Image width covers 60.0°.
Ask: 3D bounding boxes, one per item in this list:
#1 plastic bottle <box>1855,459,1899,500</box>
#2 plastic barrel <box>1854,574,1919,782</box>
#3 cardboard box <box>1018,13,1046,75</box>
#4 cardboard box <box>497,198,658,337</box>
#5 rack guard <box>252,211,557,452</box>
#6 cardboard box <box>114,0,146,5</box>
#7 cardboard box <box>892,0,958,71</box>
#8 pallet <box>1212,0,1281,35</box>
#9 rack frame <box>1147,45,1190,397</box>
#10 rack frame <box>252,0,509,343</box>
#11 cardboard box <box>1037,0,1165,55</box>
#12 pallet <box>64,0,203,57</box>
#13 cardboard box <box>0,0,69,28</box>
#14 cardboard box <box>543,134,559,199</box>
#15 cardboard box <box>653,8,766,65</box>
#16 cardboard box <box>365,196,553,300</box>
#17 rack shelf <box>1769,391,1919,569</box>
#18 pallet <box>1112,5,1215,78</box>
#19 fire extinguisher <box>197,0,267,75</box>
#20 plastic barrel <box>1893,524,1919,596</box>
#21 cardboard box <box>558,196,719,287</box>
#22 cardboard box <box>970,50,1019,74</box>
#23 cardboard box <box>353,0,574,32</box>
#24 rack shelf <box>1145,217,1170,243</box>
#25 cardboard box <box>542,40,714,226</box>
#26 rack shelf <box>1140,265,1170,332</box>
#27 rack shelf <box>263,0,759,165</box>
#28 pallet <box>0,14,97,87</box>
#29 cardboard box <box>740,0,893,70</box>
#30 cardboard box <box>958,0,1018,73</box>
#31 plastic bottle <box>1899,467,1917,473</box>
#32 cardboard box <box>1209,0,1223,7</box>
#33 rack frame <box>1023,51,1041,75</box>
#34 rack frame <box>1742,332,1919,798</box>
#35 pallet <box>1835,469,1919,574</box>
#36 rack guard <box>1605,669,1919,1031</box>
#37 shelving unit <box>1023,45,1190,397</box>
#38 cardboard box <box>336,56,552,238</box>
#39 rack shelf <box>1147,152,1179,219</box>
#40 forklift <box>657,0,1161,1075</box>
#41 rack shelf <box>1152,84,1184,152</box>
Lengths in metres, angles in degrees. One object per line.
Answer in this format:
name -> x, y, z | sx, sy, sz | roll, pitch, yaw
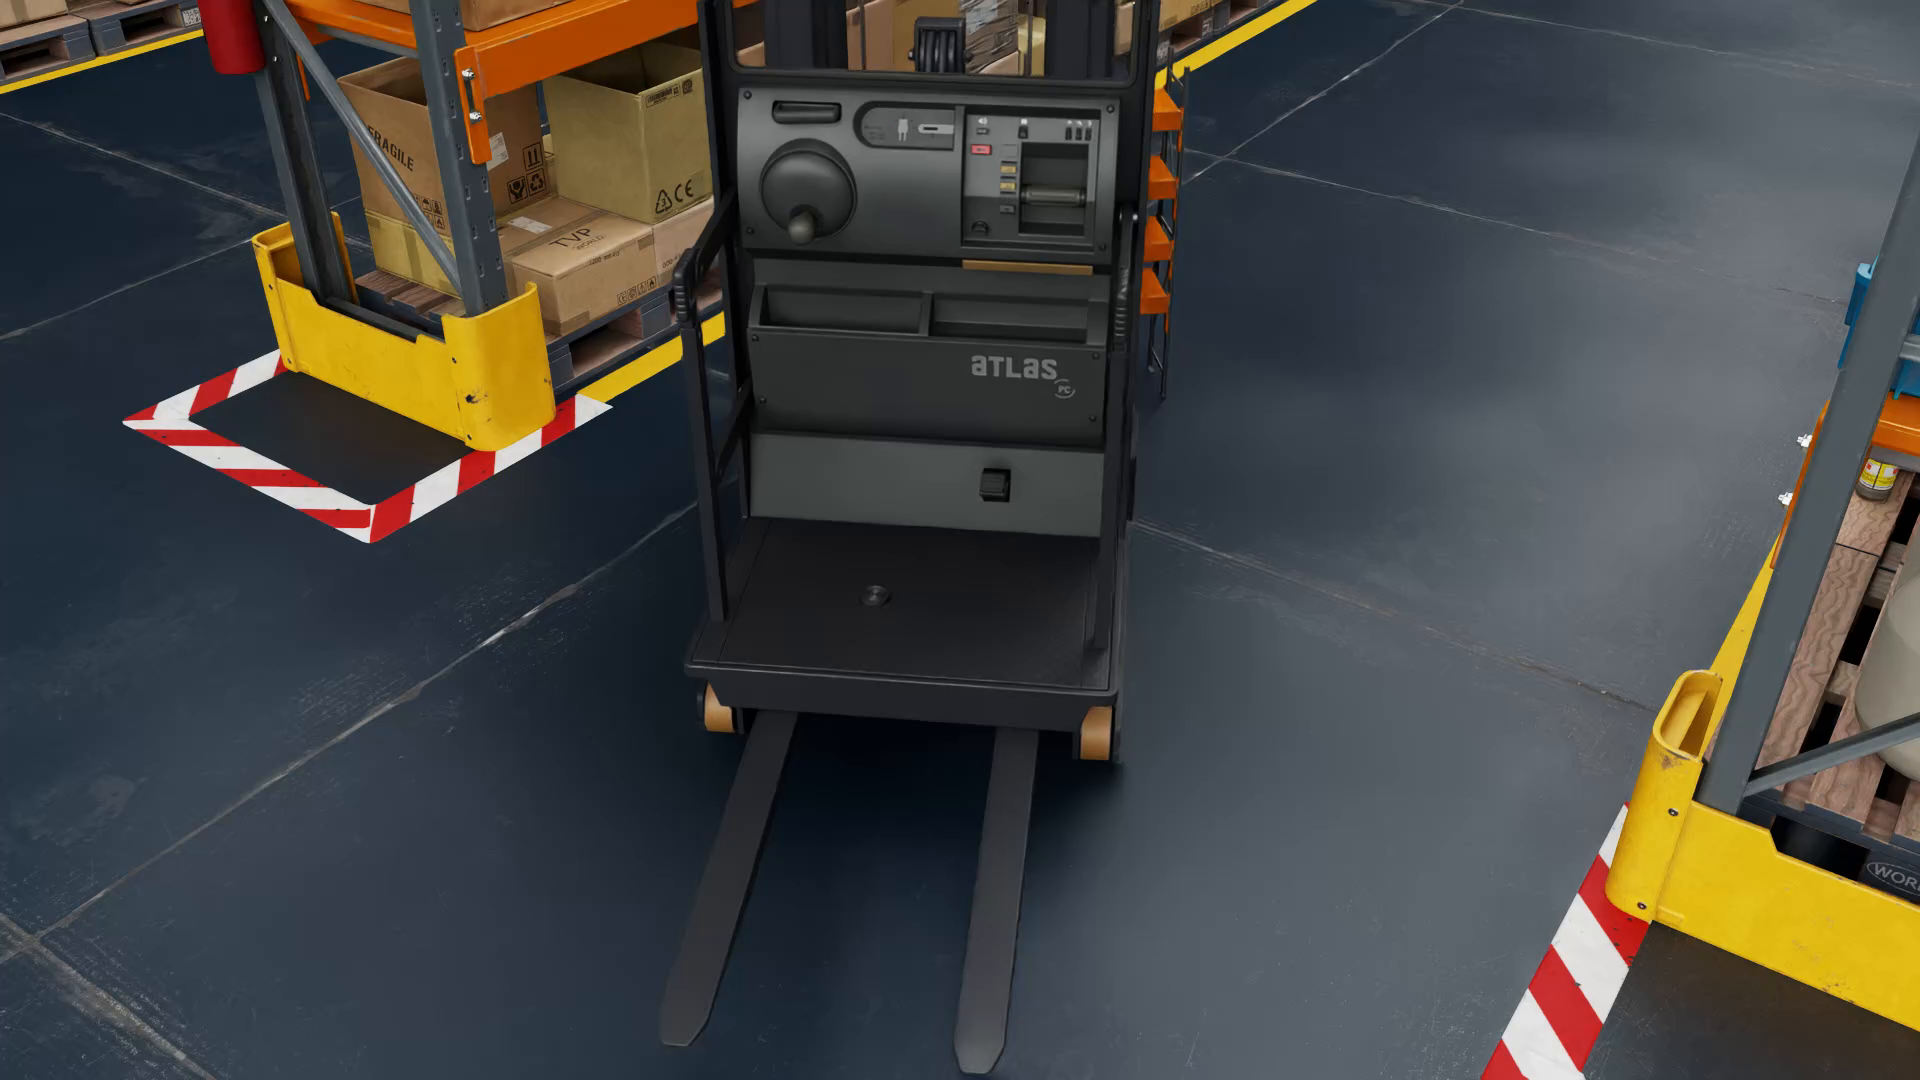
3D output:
plastic bottle -> 2.785, -0.232, 5.020 | 0.097, 0.201, 0.097 | 0, 34, 0
plastic barrel -> 2.410, 0.306, 3.966 | 0.421, 0.512, 0.421 | 0, 34, 0
cardboard box -> 0.226, -2.400, 8.200 | 0.500, 0.250, 0.500 | 21, 39, 28
cardboard box -> -1.481, -1.018, 6.157 | 0.500, 0.250, 0.500 | 21, 39, 28
rack guard -> -1.983, -0.761, 5.928 | 1.175, 0.500, 0.348 | 21, 39, 28
cardboard box -> -4.788, -3.408, 9.451 | 0.700, 0.500, 0.500 | 19, 38, 25
cardboard box -> -0.350, -2.253, 7.314 | 0.500, 0.500, 0.500 | 21, 39, 28
pallet -> 1.394, -3.408, 10.101 | 1.003, 0.211, 1.213 | 21, 39, 28
rack frame -> 0.719, -1.084, 5.778 | 0.015, 1.200, 0.240 | -4, 33, -6
rack frame -> -1.969, -1.807, 5.245 | 1.000, 3.000, 0.127 | 21, 39, 28
cardboard box -> 0.745, -2.789, 8.777 | 0.500, 0.250, 0.500 | 20, 39, 27
pallet -> -4.809, -3.189, 9.778 | 1.003, 0.211, 1.213 | 21, 39, 28
cardboard box -> -5.248, -3.008, 9.028 | 0.500, 0.311, 0.500 | 25, 41, 32
cardboard box -> -1.631, -1.417, 6.748 | 0.500, 0.250, 0.500 | 21, 39, 28
cardboard box -> -0.923, -1.793, 6.635 | 0.500, 0.500, 0.500 | 21, 39, 28
cardboard box -> -1.906, -1.183, 6.402 | 0.500, 0.250, 0.500 | 21, 39, 28
rack shelf -> 3.238, -0.846, 4.465 | 1.077, 0.370, 4.000 | 21, 39, 28
pallet -> 0.699, -2.844, 9.268 | 1.003, 0.211, 1.213 | 21, 39, 28
fire extinguisher -> -2.419, -1.869, 5.405 | 0.296, 0.674, 0.183 | 21, 39, 28
plastic barrel -> 2.696, 0.075, 4.307 | 0.421, 0.512, 0.421 | 0, 34, 0
cardboard box -> -1.199, -1.249, 6.499 | 0.500, 0.250, 0.500 | 21, 39, 28
cardboard box -> -0.067, -2.173, 7.865 | 0.500, 0.250, 0.500 | 21, 39, 28
cardboard box -> -1.693, -2.059, 5.528 | 0.700, 0.500, 0.500 | 21, 39, 28
rack shelf -> 0.477, -1.043, 5.767 | 0.457, 0.050, 0.221 | -4, 33, -6
cardboard box -> -1.197, -1.559, 6.288 | 0.500, 0.500, 0.500 | 21, 39, 28
rack shelf -> 0.478, -0.844, 5.897 | 0.480, 0.148, 0.258 | -4, 33, -6
rack shelf -> -0.829, -2.430, 6.807 | 1.077, 0.370, 4.000 | 21, 39, 28
pallet -> -5.506, -2.630, 8.951 | 1.003, 0.211, 1.213 | 21, 39, 28
cardboard box -> -0.624, -2.018, 6.967 | 0.500, 0.500, 0.500 | 21, 39, 28
cardboard box -> -0.068, -2.484, 7.656 | 0.500, 0.500, 0.500 | 21, 39, 28
plastic bottle -> 2.951, -0.370, 5.158 | 0.152, 0.276, 0.135 | 22, 40, 29
cardboard box -> 1.330, -3.263, 9.478 | 0.500, 0.250, 0.500 | 20, 39, 27
rack frame -> 0.235, -1.049, 5.725 | 0.015, 1.200, 0.240 | -4, 33, -6
rack frame -> 2.100, -0.222, 2.901 | 0.949, 2.616, 0.053 | 21, 39, 28
pallet -> 3.266, -0.049, 5.135 | 1.003, 0.211, 1.213 | 21, 39, 28
rack guard -> 2.102, 0.762, 3.677 | 1.175, 0.500, 0.348 | 21, 39, 28
shelving unit -> 0.477, -1.066, 5.752 | 0.503, 1.200, 0.258 | -4, 33, -6
cardboard box -> -1.908, -1.495, 6.193 | 0.500, 0.500, 0.500 | 21, 39, 28
rack shelf -> 0.477, -1.197, 5.666 | 0.480, 0.148, 0.258 | -4, 33, -6
forklift -> 2.068, -1.615, 4.336 | 5.263, 3.703, 5.146 | 4, 34, 5
rack shelf -> 0.476, -1.395, 5.537 | 0.480, 0.148, 0.258 | -4, 33, -6
